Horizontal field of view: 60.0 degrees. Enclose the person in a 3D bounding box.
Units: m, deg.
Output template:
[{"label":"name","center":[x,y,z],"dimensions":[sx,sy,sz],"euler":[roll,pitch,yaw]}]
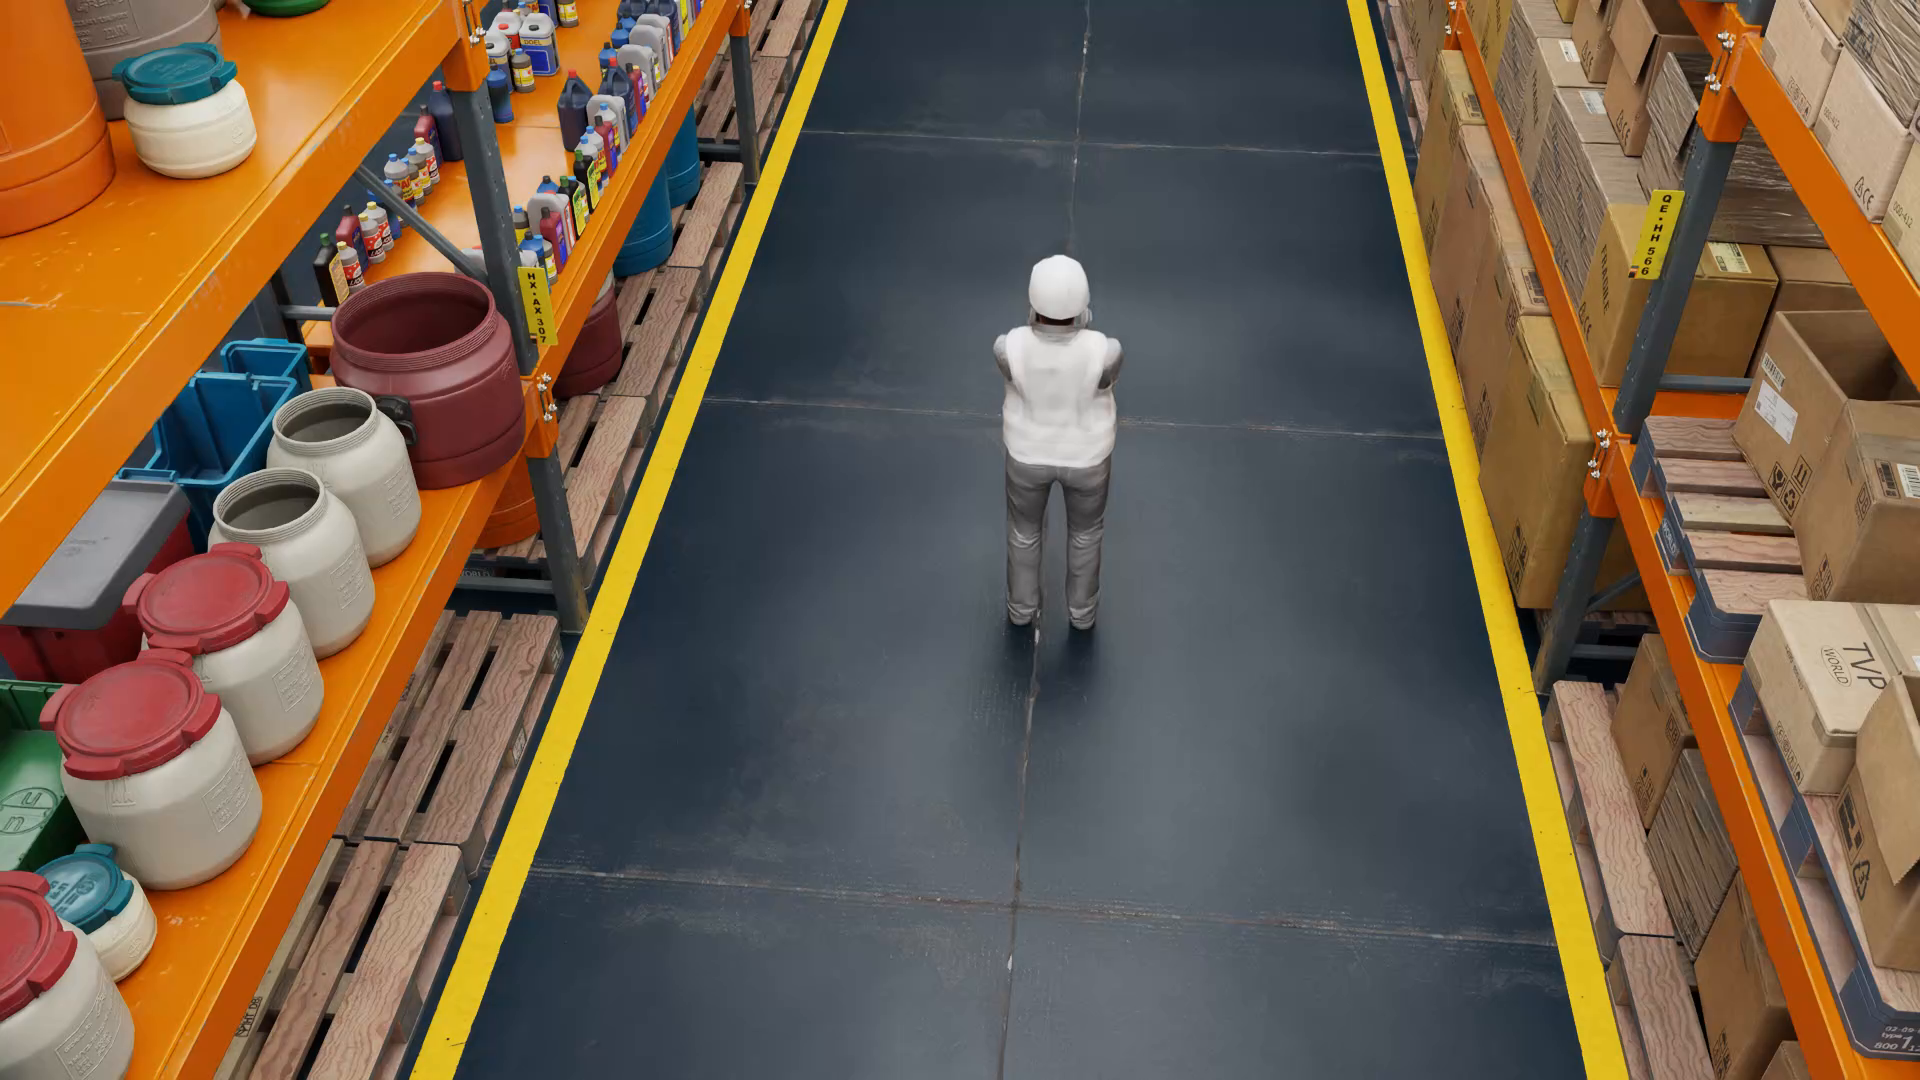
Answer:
[{"label":"person","center":[0.382,-0.429,6.657],"dimensions":[0.494,1.763,0.549],"euler":[4,40,5]}]
